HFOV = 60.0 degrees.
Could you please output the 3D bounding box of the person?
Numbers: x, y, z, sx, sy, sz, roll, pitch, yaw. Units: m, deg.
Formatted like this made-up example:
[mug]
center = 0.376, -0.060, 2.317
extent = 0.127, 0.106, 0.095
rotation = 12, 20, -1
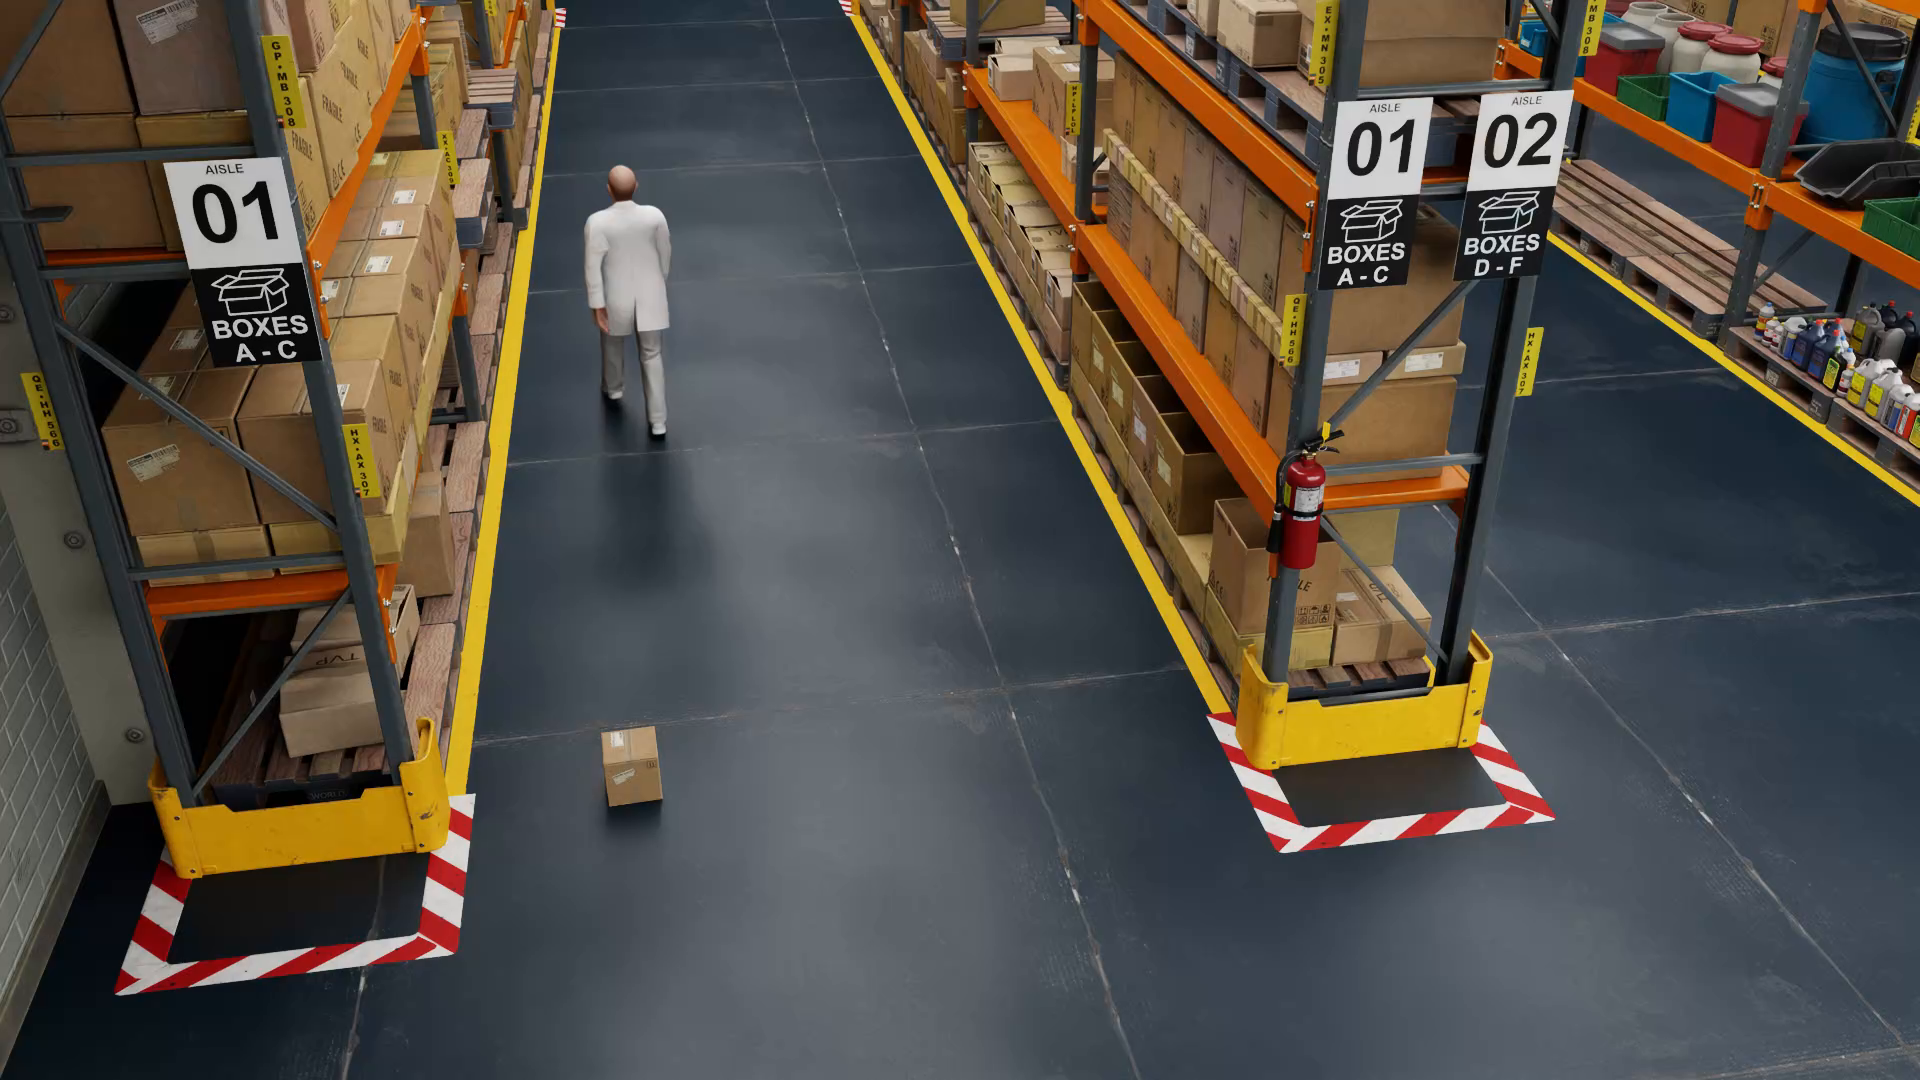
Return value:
[person]
center = -2.184, -1.654, 10.984
extent = 0.593, 1.719, 1.010
rotation = -9, 31, -15
